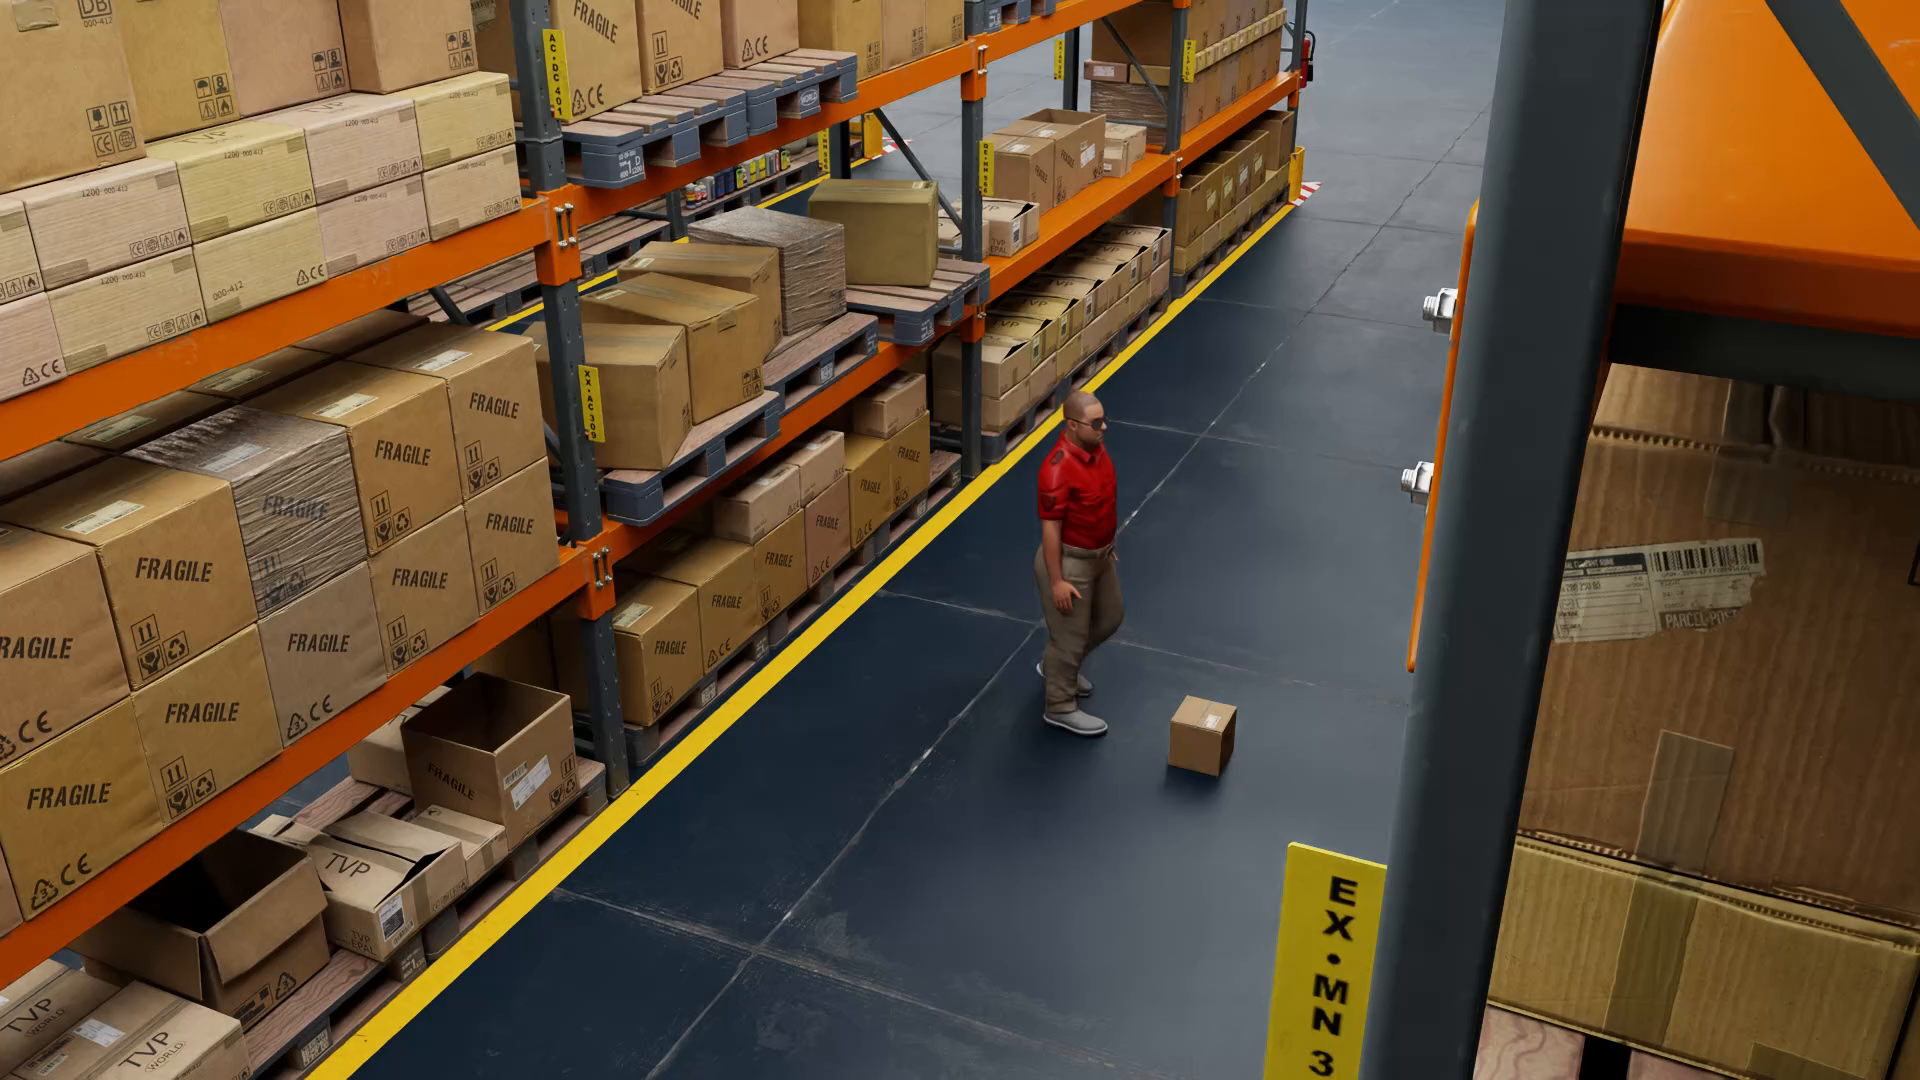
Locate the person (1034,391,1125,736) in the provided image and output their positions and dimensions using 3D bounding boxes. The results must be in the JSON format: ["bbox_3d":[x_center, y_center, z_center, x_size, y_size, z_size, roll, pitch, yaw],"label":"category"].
[{"bbox_3d":[0.538,0.101,7.908,0.471,1.739,0.585,12,29,24],"label":"person"}]
